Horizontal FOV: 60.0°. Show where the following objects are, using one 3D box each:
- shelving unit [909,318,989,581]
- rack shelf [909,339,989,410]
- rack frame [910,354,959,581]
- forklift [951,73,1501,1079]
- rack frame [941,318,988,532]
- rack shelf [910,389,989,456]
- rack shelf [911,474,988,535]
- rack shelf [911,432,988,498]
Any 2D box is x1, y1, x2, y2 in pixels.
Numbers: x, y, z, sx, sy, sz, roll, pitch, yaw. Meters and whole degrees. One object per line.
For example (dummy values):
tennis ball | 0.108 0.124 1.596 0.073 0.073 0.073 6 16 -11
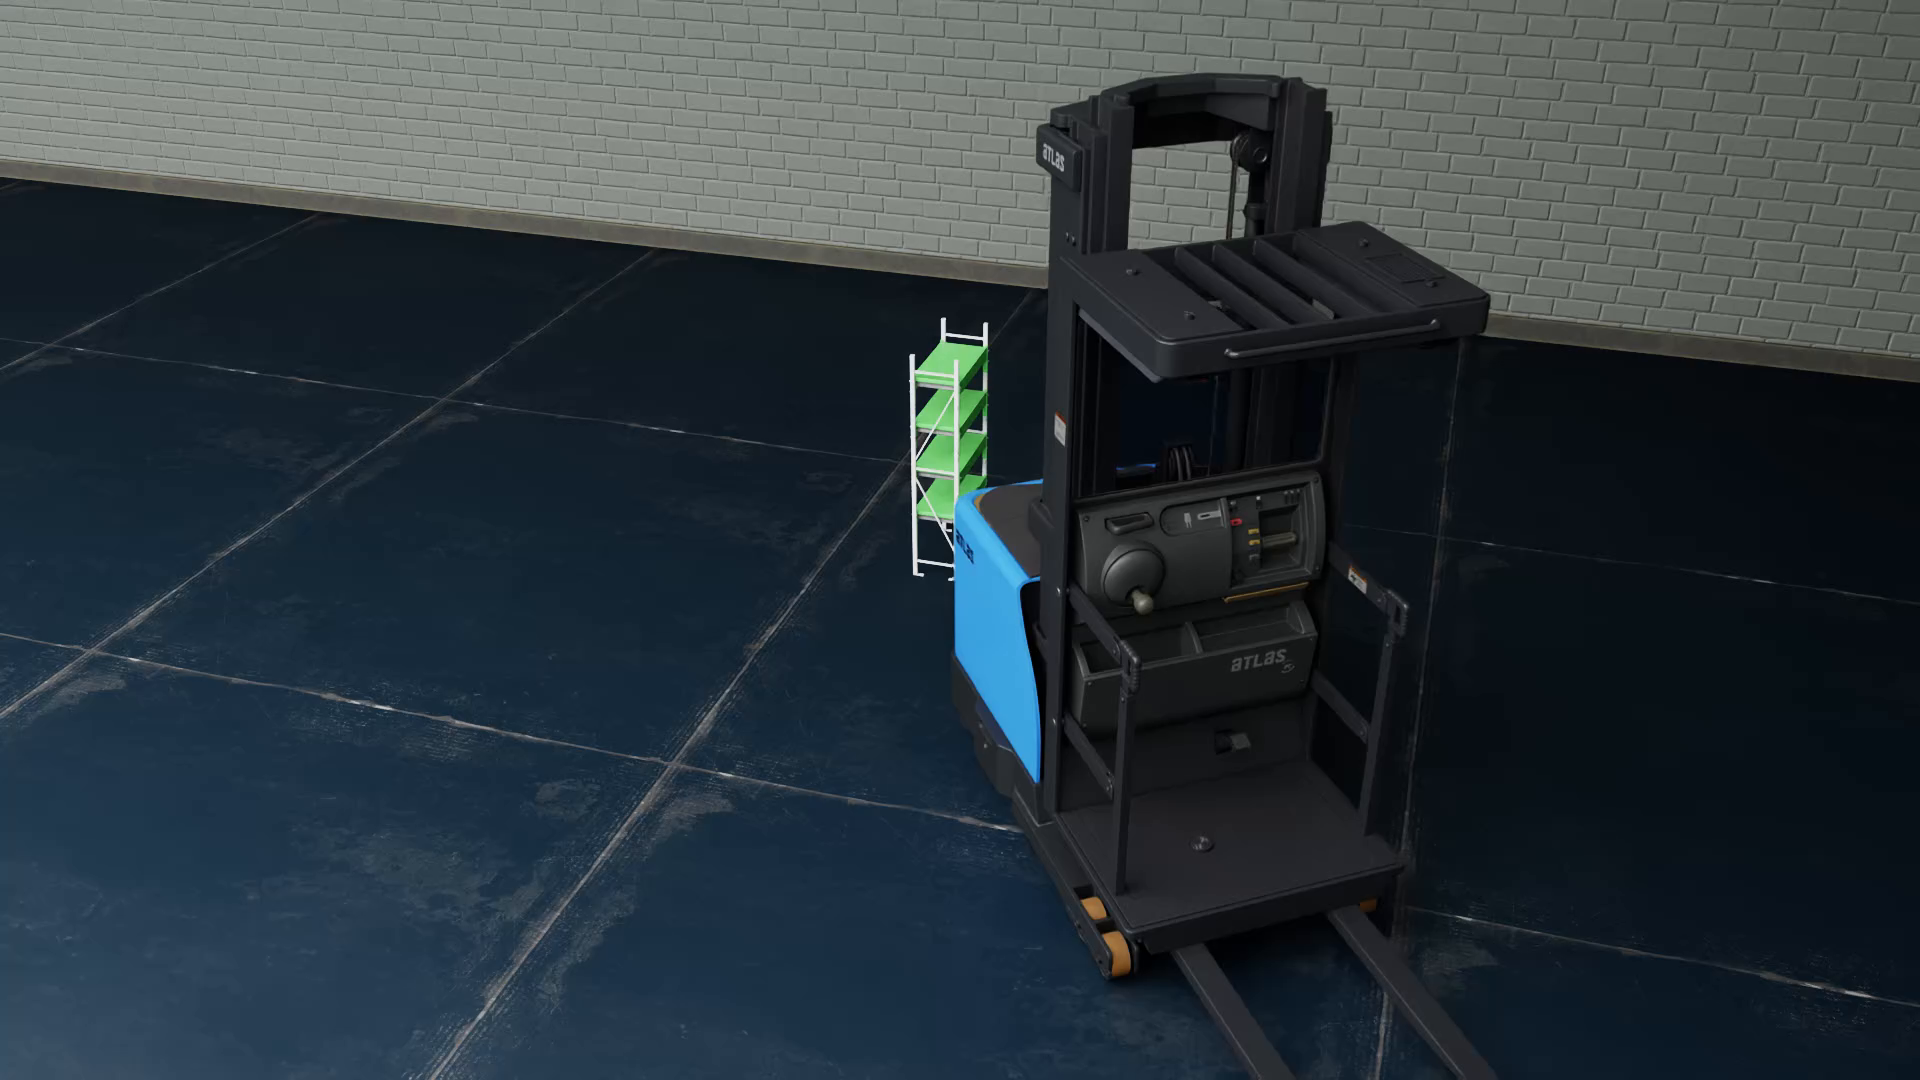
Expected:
shelving unit | -0.049 -0.447 8.320 0.258 1.200 0.503 8 30 15
rack shelf | -0.049 -0.811 8.118 0.258 0.148 0.480 8 30 15
rack frame | -0.120 -0.334 8.116 0.240 1.200 0.015 8 30 15
forklift | 0.925 0.058 5.631 1.130 2.935 3.031 -10 30 -17
rack frame | 0.023 -0.561 8.524 0.240 1.200 0.015 8 30 15
rack shelf | -0.049 -0.601 8.234 0.258 0.148 0.480 8 30 15
rack shelf | -0.049 -0.182 8.468 0.258 0.148 0.480 8 30 15
rack shelf | -0.049 -0.392 8.351 0.258 0.148 0.480 8 30 15
